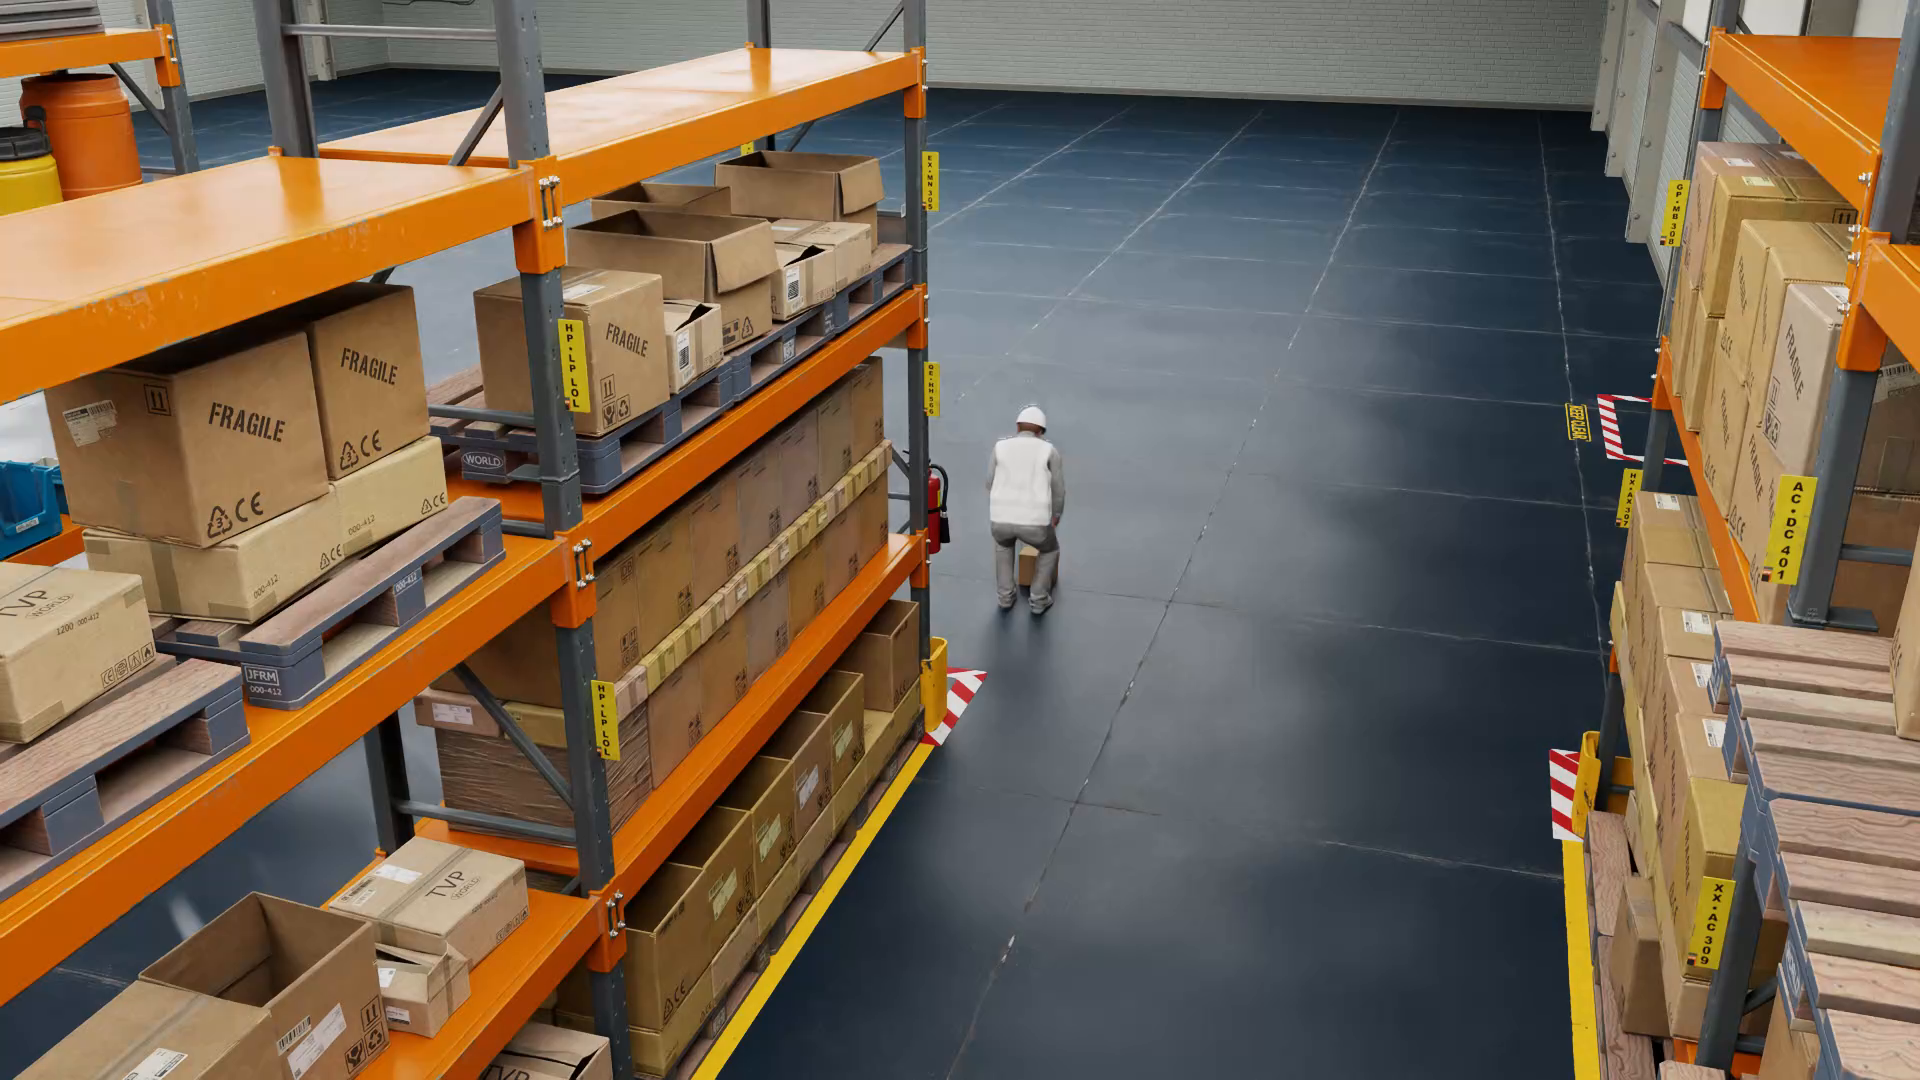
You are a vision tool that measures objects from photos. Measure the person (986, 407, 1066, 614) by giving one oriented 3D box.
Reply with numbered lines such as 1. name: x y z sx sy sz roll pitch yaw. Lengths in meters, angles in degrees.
1. person: 0.451 -0.206 12.052 0.591 1.420 0.769 6 23 16
